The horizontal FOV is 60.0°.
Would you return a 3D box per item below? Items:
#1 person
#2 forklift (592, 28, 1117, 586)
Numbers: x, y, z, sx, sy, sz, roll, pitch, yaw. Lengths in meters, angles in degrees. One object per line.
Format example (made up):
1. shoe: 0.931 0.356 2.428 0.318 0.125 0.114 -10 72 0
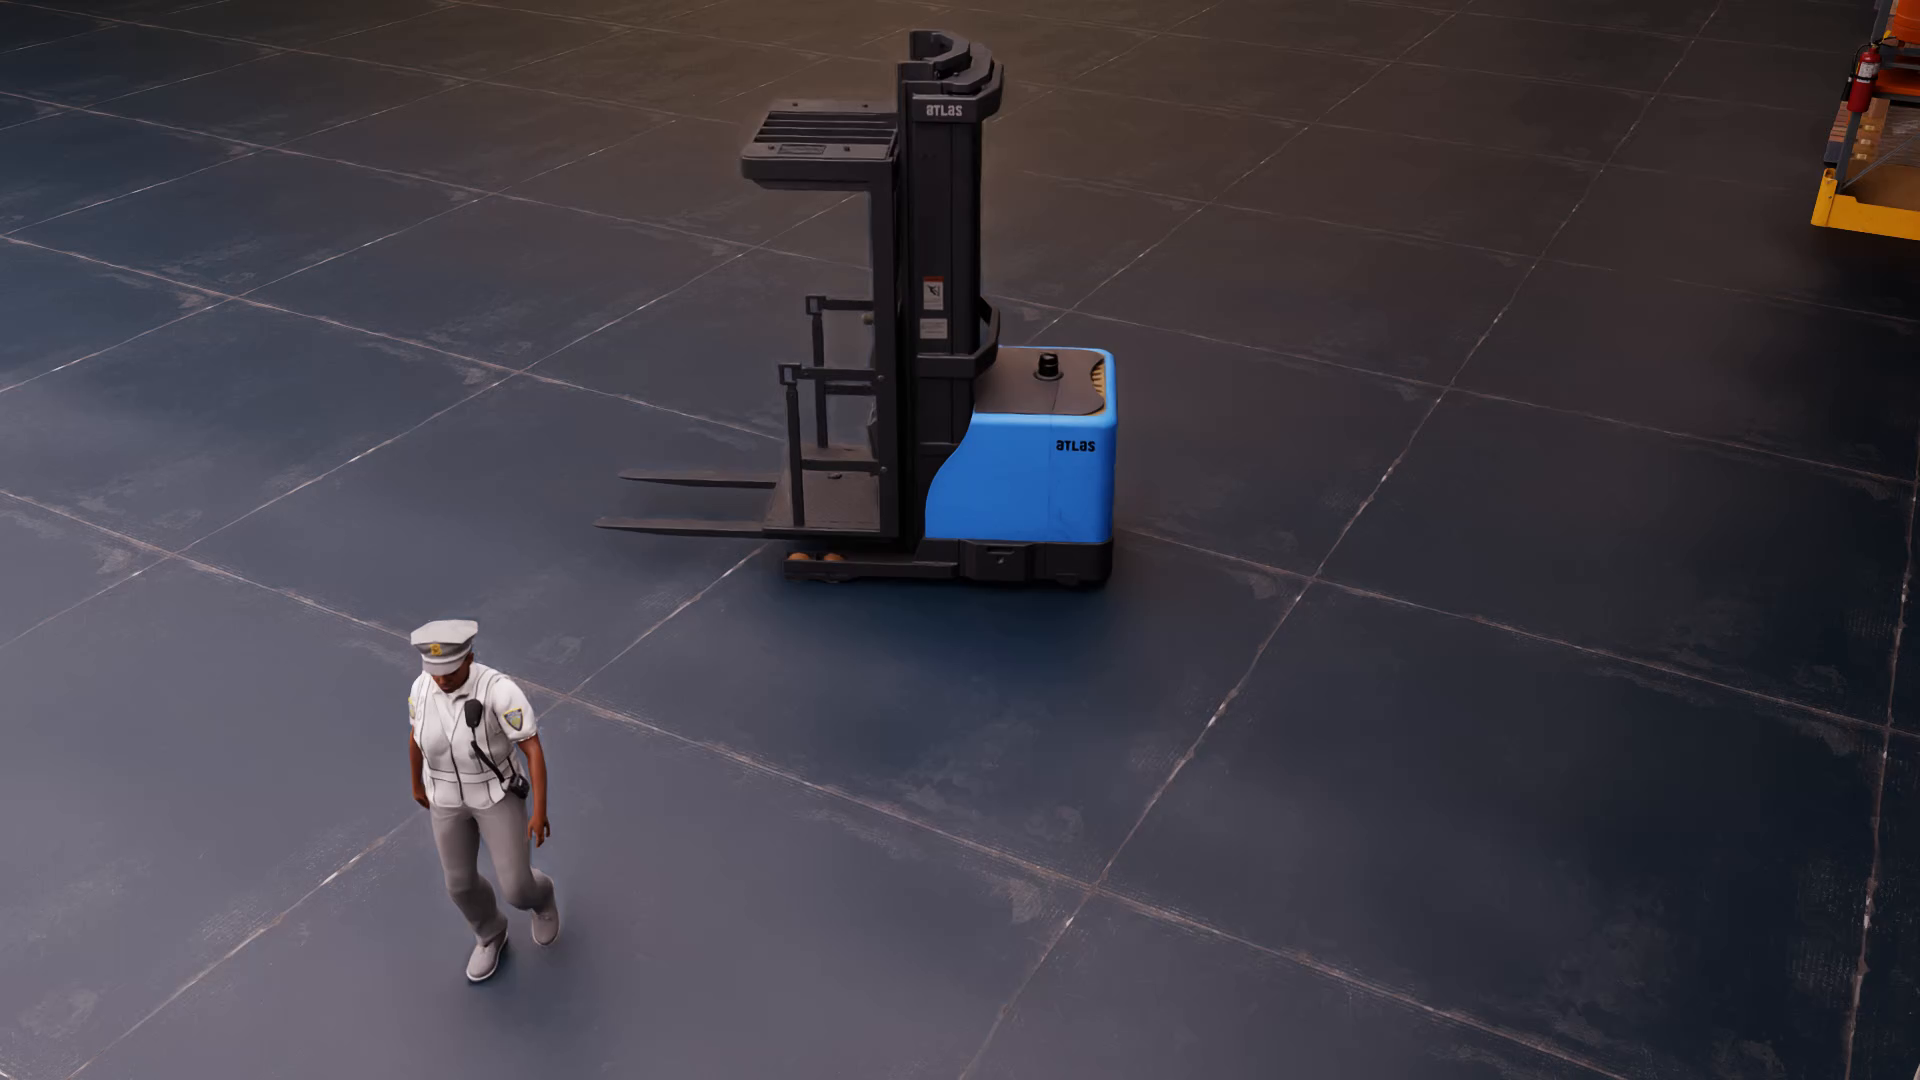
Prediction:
1. person: -1.901 1.034 6.569 0.629 1.648 0.446 2 30 4
2. forklift: -0.616 -1.282 9.292 3.031 2.935 1.130 2 30 3
